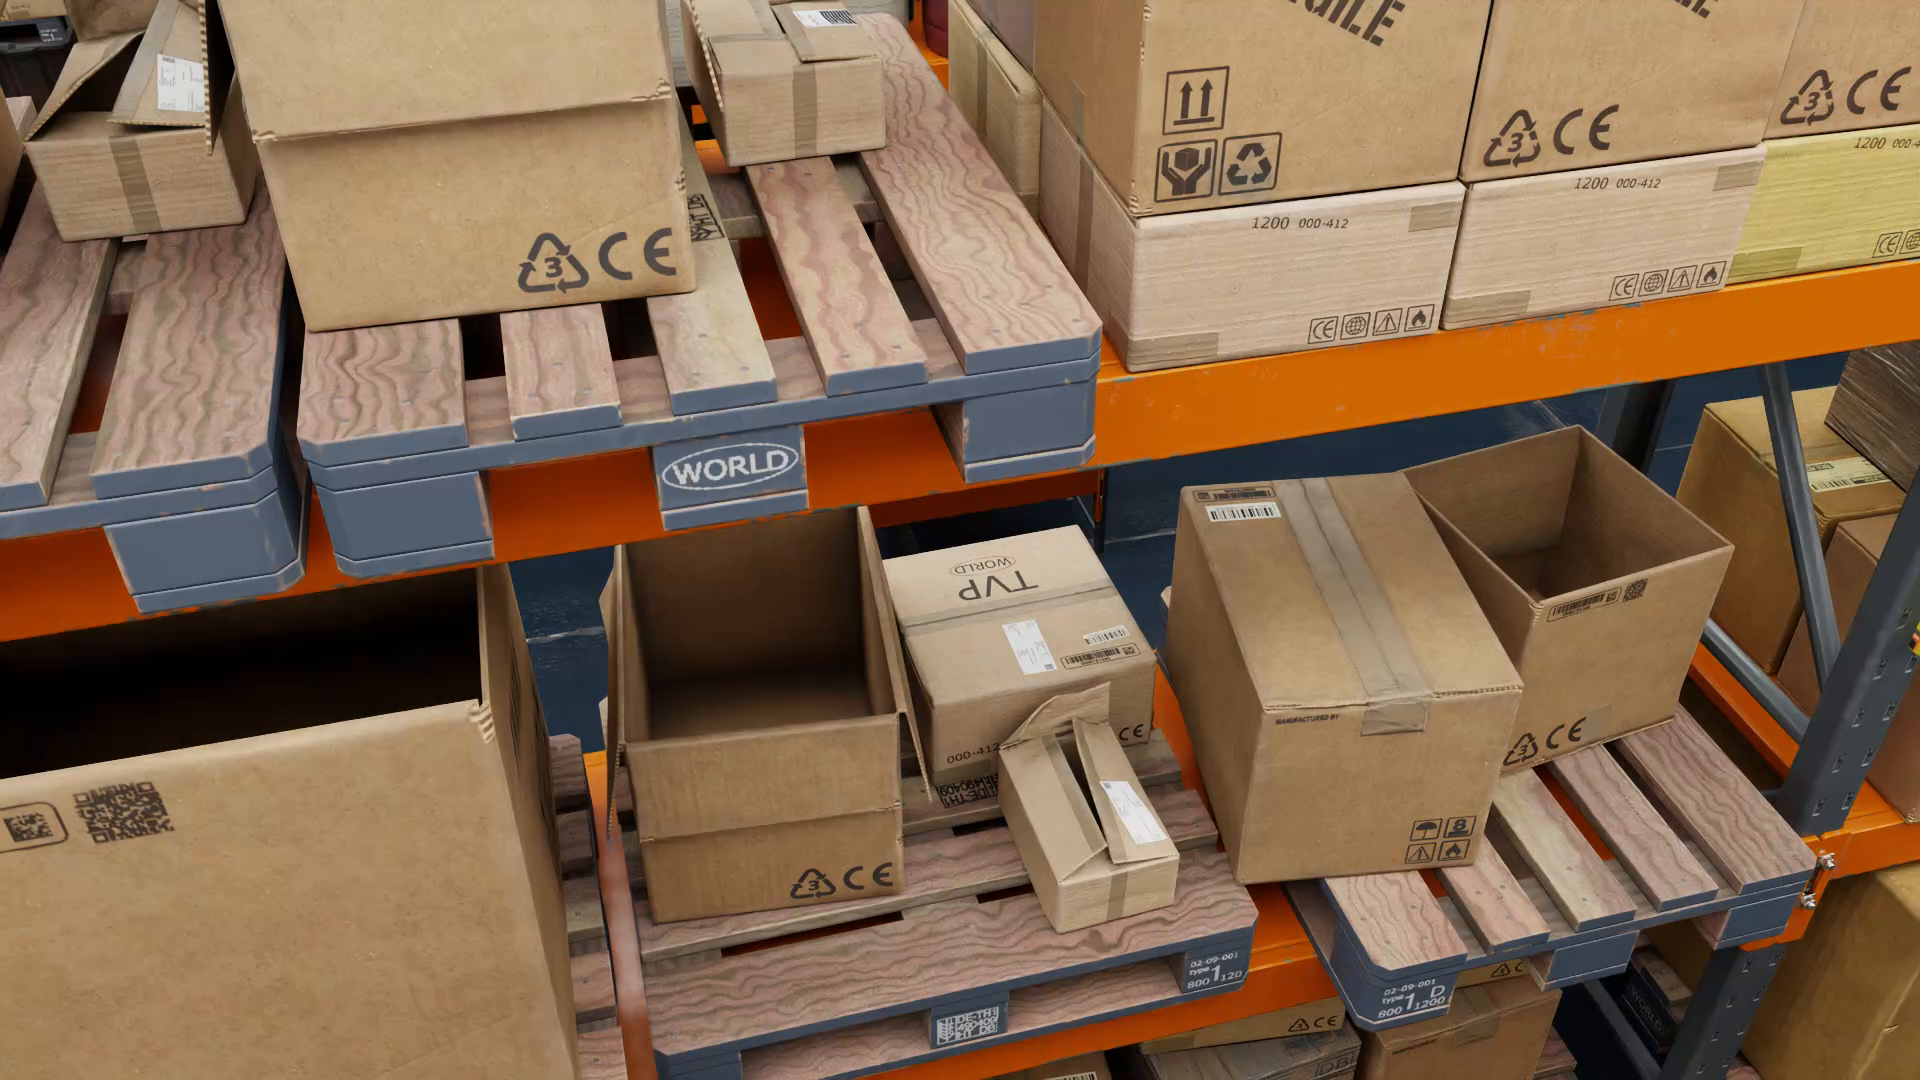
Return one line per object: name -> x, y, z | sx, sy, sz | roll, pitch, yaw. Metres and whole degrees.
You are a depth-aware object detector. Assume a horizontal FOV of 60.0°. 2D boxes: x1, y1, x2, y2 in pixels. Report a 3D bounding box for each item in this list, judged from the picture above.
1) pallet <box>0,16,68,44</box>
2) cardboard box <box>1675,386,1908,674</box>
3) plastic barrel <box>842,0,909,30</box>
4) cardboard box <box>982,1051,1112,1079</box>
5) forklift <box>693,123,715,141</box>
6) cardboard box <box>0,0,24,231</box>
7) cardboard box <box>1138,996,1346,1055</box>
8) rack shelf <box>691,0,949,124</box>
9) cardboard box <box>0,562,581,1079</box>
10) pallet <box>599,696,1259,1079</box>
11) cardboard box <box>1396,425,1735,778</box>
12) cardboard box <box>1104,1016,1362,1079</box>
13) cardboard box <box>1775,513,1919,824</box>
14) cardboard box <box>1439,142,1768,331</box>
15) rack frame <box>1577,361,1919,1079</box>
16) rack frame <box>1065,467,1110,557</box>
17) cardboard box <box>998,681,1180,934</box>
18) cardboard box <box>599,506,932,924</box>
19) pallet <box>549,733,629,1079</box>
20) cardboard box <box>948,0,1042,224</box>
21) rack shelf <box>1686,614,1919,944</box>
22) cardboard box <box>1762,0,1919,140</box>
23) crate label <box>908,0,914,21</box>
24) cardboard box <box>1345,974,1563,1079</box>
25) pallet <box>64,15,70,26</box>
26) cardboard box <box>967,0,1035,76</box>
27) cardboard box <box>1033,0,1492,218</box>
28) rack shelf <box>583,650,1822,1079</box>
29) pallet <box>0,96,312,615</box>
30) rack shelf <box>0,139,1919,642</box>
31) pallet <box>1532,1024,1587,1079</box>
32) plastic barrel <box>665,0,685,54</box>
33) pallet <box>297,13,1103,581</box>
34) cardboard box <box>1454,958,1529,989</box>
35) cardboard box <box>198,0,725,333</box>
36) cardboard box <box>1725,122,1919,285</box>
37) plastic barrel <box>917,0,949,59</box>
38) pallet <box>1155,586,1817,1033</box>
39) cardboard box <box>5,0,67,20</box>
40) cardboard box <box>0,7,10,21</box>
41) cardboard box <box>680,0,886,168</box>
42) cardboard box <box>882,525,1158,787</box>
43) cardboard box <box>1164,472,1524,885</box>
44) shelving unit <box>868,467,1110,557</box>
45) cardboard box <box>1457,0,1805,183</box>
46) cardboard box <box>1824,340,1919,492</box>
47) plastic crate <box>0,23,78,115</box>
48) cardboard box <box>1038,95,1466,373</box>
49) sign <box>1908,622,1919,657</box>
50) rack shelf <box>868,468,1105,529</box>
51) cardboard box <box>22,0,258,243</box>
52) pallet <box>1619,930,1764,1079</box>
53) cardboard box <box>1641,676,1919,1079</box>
pallet -> -6.611, -3.549, 11.216 | 1.213, 0.211, 1.003 | -9, 38, -12
cardboard box -> 2.201, -0.039, 4.250 | 0.500, 0.500, 0.500 | -8, 38, -11
plastic barrel -> -0.440, -2.438, 7.376 | 0.421, 0.512, 0.421 | 0, 37, 0
cardboard box -> 0.070, 1.349, 4.213 | 0.500, 0.500, 0.700 | -6, 38, -8
forklift -> -1.015, -4.023, 9.597 | 3.031, 2.935, 1.130 | -23, 43, -27
cardboard box -> -1.593, -0.558, 2.111 | 0.637, 0.503, 0.797 | -11, 39, -14
cardboard box -> 0.640, 0.958, 4.107 | 0.500, 0.250, 0.500 | -5, 38, -7
rack shelf -> -1.433, -2.079, 7.591 | 4.000, 0.370, 1.077 | -9, 38, -12
cardboard box -> -1.269, 0.409, 2.908 | 1.000, 1.000, 1.000 | -9, 38, -12
pallet -> -0.112, 0.638, 3.606 | 1.213, 0.211, 1.003 | -9, 38, -12
cardboard box -> 1.278, 0.126, 3.688 | 0.500, 0.500, 0.500 | -14, 40, -18
cardboard box -> 0.615, 1.255, 4.336 | 0.500, 0.500, 0.700 | -12, 39, -16
cardboard box -> 2.329, 0.267, 3.850 | 0.500, 0.500, 0.500 | -8, 38, -11
cardboard box -> 0.918, -0.602, 2.723 | 0.500, 0.250, 0.500 | -9, 38, -12
rack frame -> 1.789, 0.224, 3.989 | 0.127, 3.000, 1.000 | -9, 38, -12
rack frame -> 0.497, -0.528, 6.515 | 0.032, 1.125, 0.500 | -9, 38, -12
cardboard box -> 0.249, 0.533, 3.349 | 0.258, 0.266, 0.396 | -10, 39, -13
cardboard box -> -0.423, 0.321, 3.431 | 0.637, 0.503, 0.797 | -6, 38, -7
pallet -> -1.297, 0.898, 3.265 | 1.213, 0.211, 1.003 | -9, 38, -12
cardboard box -> 0.279, -0.815, 3.001 | 0.500, 0.250, 0.500 | -9, 38, -11
rack shelf -> 3.720, 0.193, 4.621 | 4.000, 0.370, 1.077 | -9, 38, -12
cardboard box -> 1.393, -0.984, 2.604 | 0.500, 0.500, 0.500 | -8, 38, -11
crate label -> -0.532, -2.697, 7.777 | 0.616, 0.435, 0.502 | -9, 38, -12
cardboard box -> 1.147, 1.160, 4.460 | 0.500, 0.500, 0.700 | -11, 39, -14
pallet -> -5.431, -3.745, 11.472 | 1.213, 0.211, 1.003 | -9, 38, -12
cardboard box -> 0.294, -1.120, 2.783 | 0.500, 0.500, 0.500 | -10, 39, -13
cardboard box -> 0.419, -0.826, 2.399 | 0.500, 0.500, 0.500 | -9, 38, -11
rack shelf -> -0.142, 0.826, 3.793 | 4.000, 0.370, 1.077 | -9, 38, -12
pallet -> -1.449, -0.295, 2.352 | 1.003, 0.211, 1.213 | -9, 38, -12
rack shelf -> -0.142, -0.365, 2.882 | 4.000, 0.370, 1.077 | -9, 38, -12
pallet -> 1.034, 1.454, 4.675 | 1.213, 0.211, 1.003 | -9, 38, -12
plastic barrel -> -1.257, -2.309, 7.188 | 0.433, 0.535, 0.433 | 0, 37, 0
pallet -> -0.449, -0.461, 2.569 | 1.003, 0.211, 1.213 | -9, 38, -12
cardboard box -> 1.150, 0.868, 4.225 | 0.500, 0.250, 0.500 | -8, 38, -10
cardboard box -> -0.684, -0.708, 2.307 | 0.637, 0.503, 0.797 | -8, 38, -10
cardboard box -> 1.394, -0.689, 2.836 | 0.500, 0.250, 0.500 | -9, 38, -12
plastic barrel -> 0.129, -2.484, 7.417 | 0.708, 0.536, 0.600 | -9, 38, -12
pallet -> 1.129, 0.475, 3.818 | 1.003, 0.211, 1.213 | -9, 38, -12
cardboard box -> -6.007, -3.666, 10.991 | 0.500, 0.250, 0.500 | -9, 38, -12
cardboard box -> -6.489, -3.586, 10.886 | 0.500, 0.250, 0.500 | -9, 38, -12
cardboard box -> -0.289, -0.764, 2.657 | 0.250, 0.166, 0.380 | -10, 39, -13
cardboard box -> 0.111, 0.247, 3.736 | 0.500, 0.250, 0.500 | -10, 39, -13
cardboard box -> 0.765, 0.273, 3.496 | 0.500, 0.500, 0.700 | -4, 38, -5
shelving unit -> 0.007, -0.448, 6.410 | 1.048, 1.125, 0.538 | -9, 38, -12
cardboard box -> 0.901, -0.896, 2.490 | 0.500, 0.500, 0.500 | -9, 38, -12
cardboard box -> 2.499, -0.321, 3.792 | 0.637, 0.503, 0.797 | -8, 38, -10
plastic crate -> -3.903, -2.015, 6.966 | 0.504, 0.338, 0.767 | -9, 38, -12
cardboard box -> 0.433, -0.524, 2.621 | 0.500, 0.250, 0.500 | -8, 38, -11
sign -> 1.939, 0.112, 3.247 | 0.005, 0.325, 0.100 | -9, 38, -12
rack shelf -> 0.007, -0.254, 6.558 | 1.000, 0.278, 0.538 | -9, 38, -12
cardboard box -> -1.191, -0.655, 2.434 | 0.258, 0.266, 0.396 | -8, 38, -10
pallet -> 2.570, 1.251, 4.941 | 1.213, 0.211, 1.003 | -9, 38, -12
cardboard box -> 2.460, 0.804, 4.633 | 0.875, 0.875, 1.225 | -11, 39, -14
